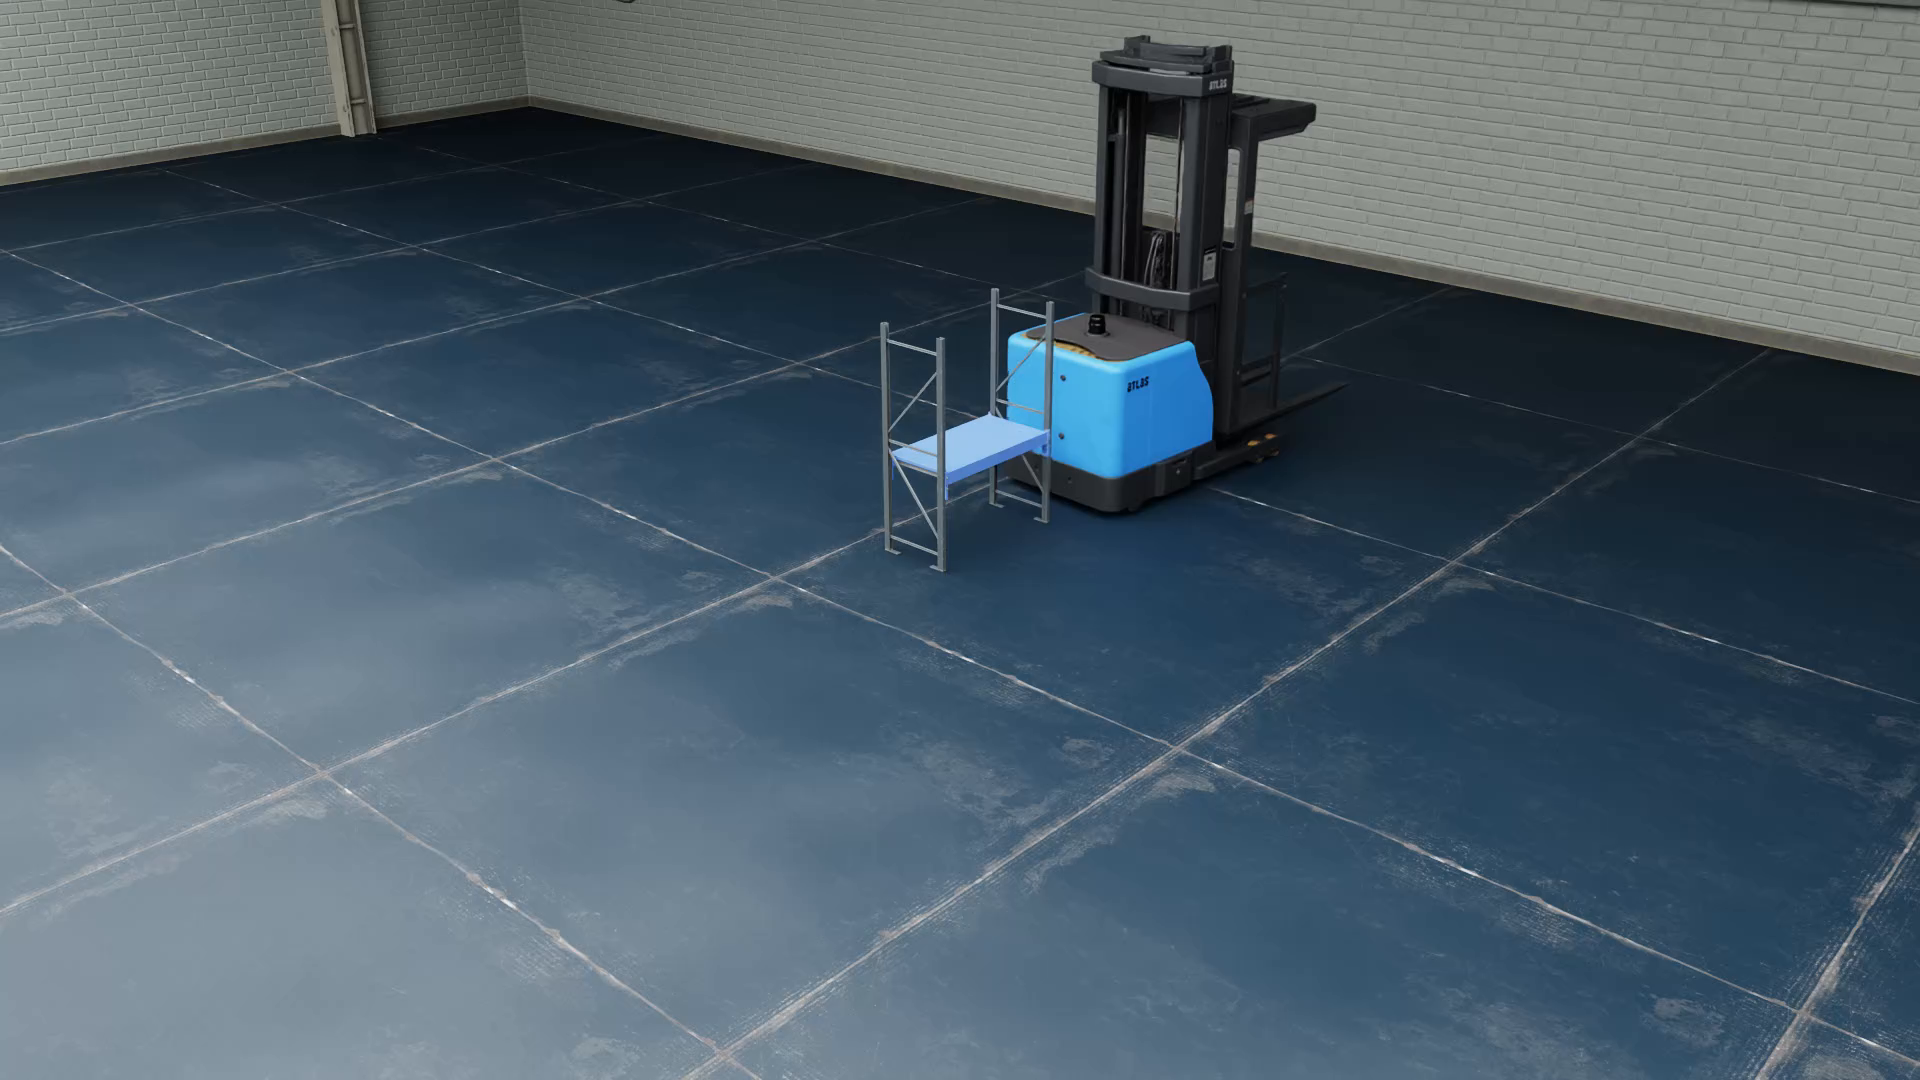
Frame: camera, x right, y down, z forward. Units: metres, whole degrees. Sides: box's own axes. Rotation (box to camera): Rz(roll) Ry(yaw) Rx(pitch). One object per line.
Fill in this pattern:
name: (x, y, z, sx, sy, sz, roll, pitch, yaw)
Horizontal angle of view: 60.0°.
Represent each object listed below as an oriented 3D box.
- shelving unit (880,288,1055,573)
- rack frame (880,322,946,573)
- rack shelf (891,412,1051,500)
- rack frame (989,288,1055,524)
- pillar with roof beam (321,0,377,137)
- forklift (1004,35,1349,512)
shelving unit: (0.057, -0.710, 10.501, 0.538, 1.500, 1.048, 20, 31, 38)
rack frame: (-0.282, -0.555, 10.156, 0.500, 1.500, 0.032, 20, 31, 38)
rack shelf: (0.057, -0.546, 10.575, 0.538, 0.185, 1.000, 20, 31, 38)
rack frame: (0.396, -0.865, 10.847, 0.500, 1.500, 0.032, 20, 31, 38)
pillar with roof beam: (-5.339, -8.708, 19.172, 9.100, 9.000, 0.400, 20, 31, 38)
forklift: (1.714, -2.023, 11.680, 3.031, 2.935, 1.130, -22, 32, -40)
